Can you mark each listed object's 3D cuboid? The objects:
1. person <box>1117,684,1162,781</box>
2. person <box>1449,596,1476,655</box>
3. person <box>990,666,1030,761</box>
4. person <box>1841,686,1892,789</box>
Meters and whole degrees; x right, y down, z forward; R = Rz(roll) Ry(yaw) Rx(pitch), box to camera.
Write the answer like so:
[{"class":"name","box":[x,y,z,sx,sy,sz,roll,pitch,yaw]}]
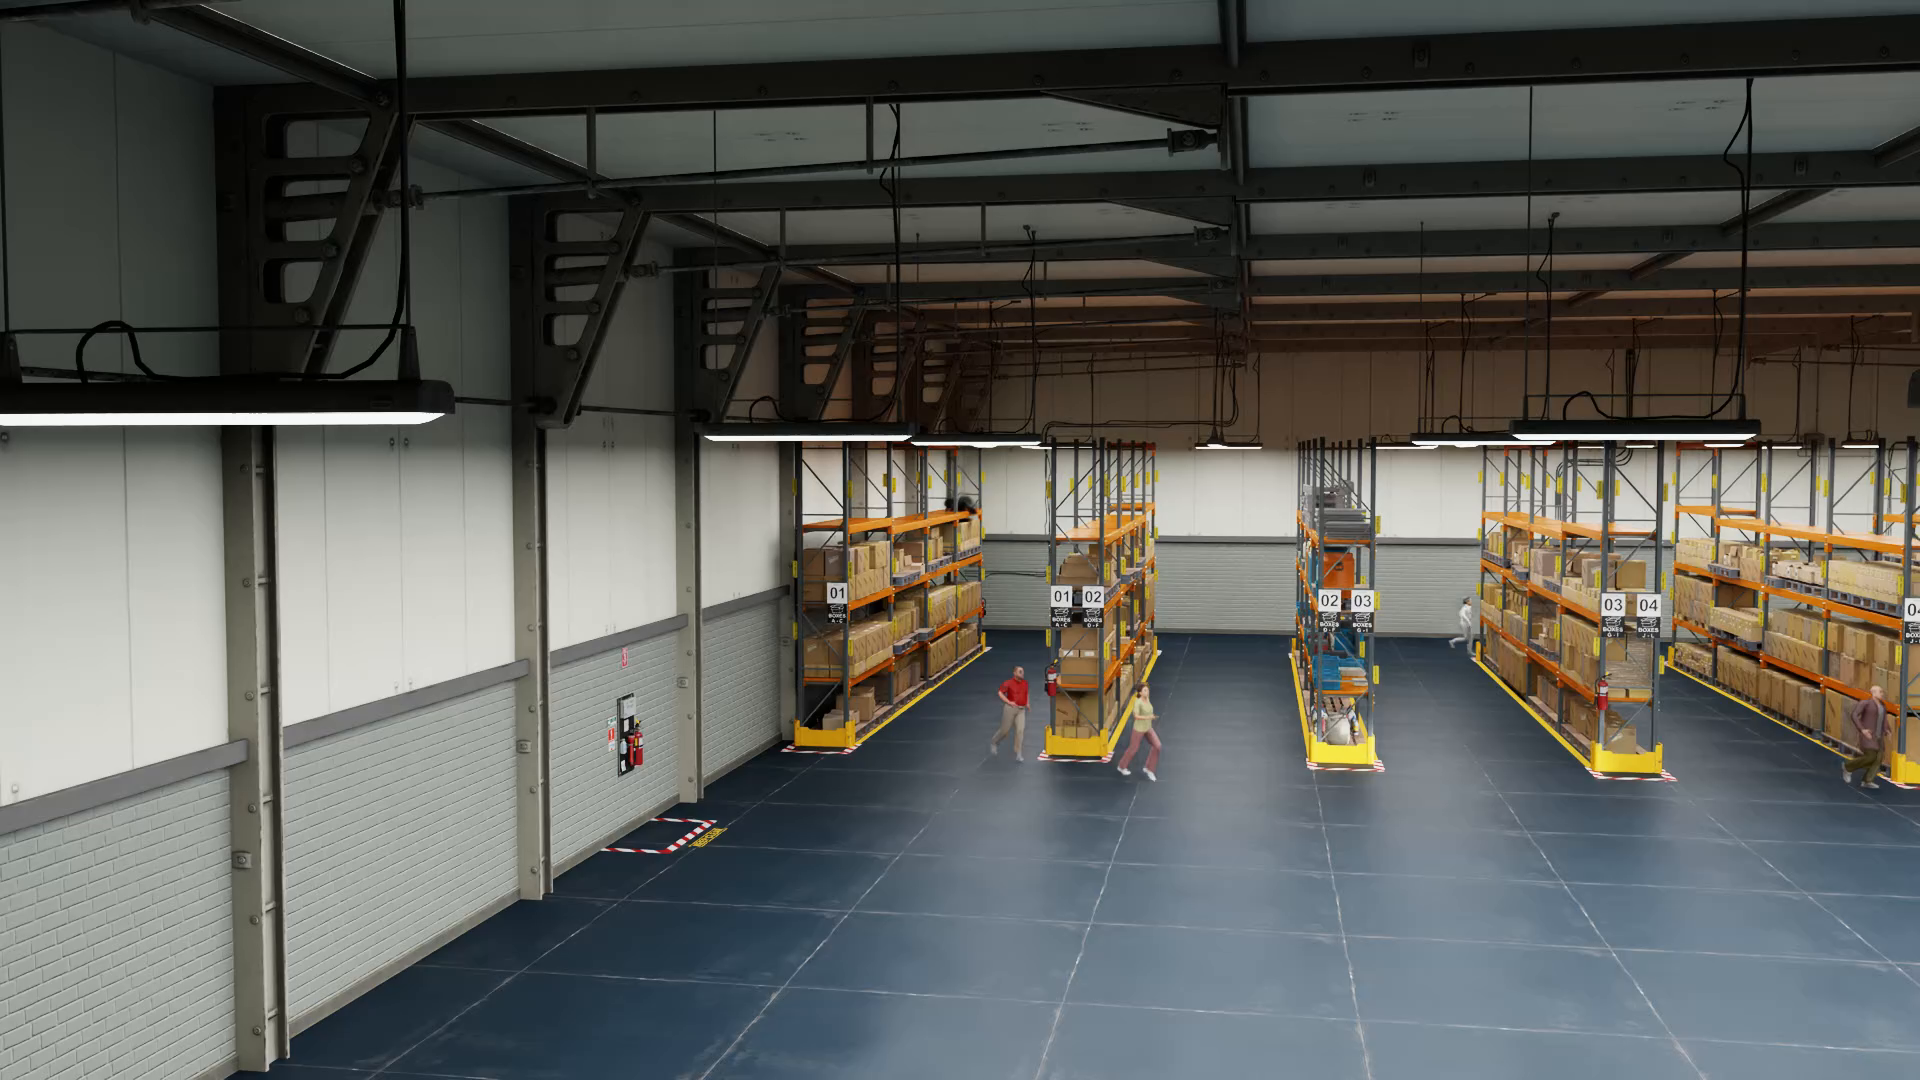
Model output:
[{"class":"person","box":[3.169,3.349,29.082,0.583,1.694,0.834,-3,4,-44]},{"class":"person","box":[14.263,2.415,47.079,0.777,1.676,0.644,1,3,18]},{"class":"person","box":[1.046,3.219,31.113,0.736,1.699,0.974,-2,3,-27]},{"class":"person","box":[15.594,3.395,28.459,0.742,1.633,0.682,-1,3,-22]}]
